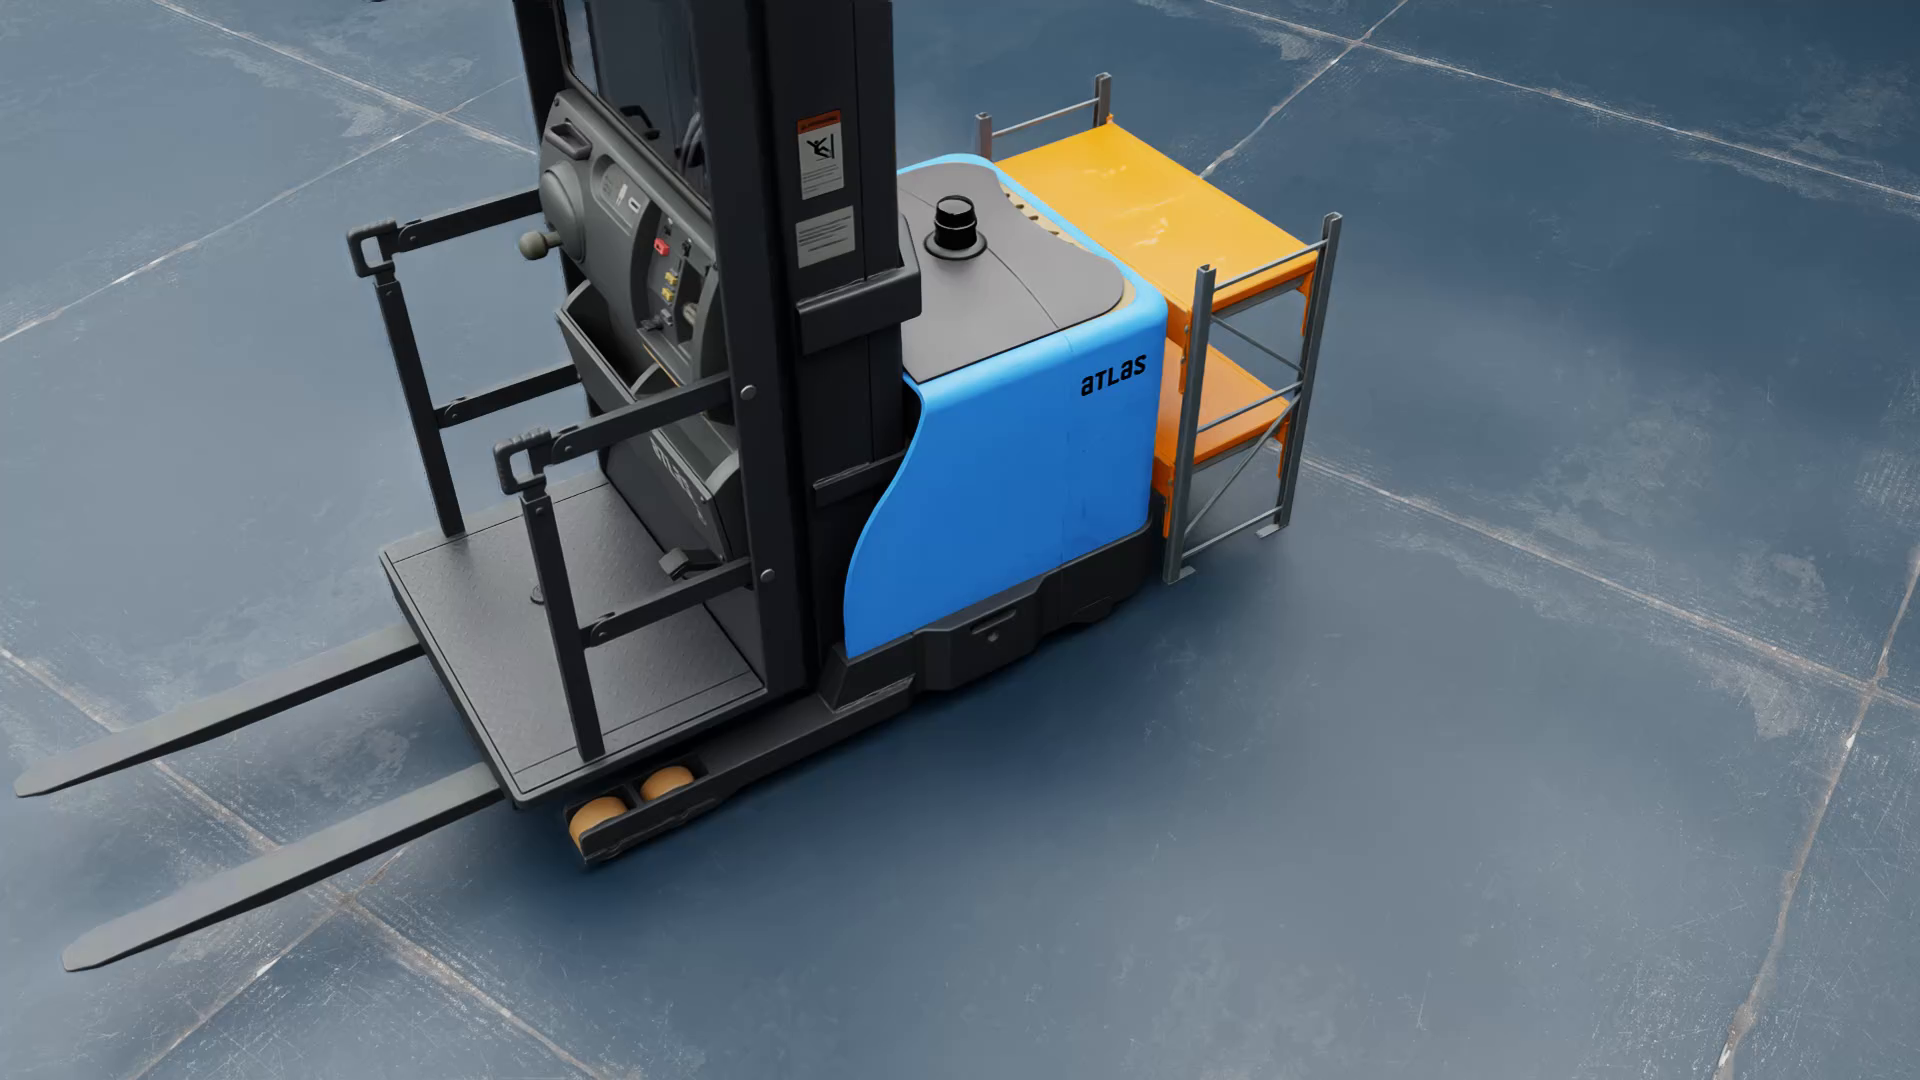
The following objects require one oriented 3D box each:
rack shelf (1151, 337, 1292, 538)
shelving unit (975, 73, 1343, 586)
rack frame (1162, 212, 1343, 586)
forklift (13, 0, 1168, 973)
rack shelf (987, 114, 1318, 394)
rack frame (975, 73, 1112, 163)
[{"bbox_3d":[0.547,-0.478,5.307,0.538,0.278,1.000,-25,47,-25],"label":"rack shelf"},{"bbox_3d":[0.547,-0.660,5.144,0.538,1.125,1.048,-25,47,-25],"label":"shelving unit"},{"bbox_3d":[0.835,-0.381,4.832,0.500,1.125,0.032,-25,47,-25],"label":"rack frame"},{"bbox_3d":[-0.953,-0.667,3.797,3.031,2.935,1.130,-23,47,-24],"label":"forklift"},{"bbox_3d":[0.547,-0.878,4.949,0.538,0.278,1.000,-25,47,-25],"label":"rack shelf"},{"bbox_3d":[0.259,-0.939,5.456,0.500,1.125,0.032,-25,47,-25],"label":"rack frame"}]
